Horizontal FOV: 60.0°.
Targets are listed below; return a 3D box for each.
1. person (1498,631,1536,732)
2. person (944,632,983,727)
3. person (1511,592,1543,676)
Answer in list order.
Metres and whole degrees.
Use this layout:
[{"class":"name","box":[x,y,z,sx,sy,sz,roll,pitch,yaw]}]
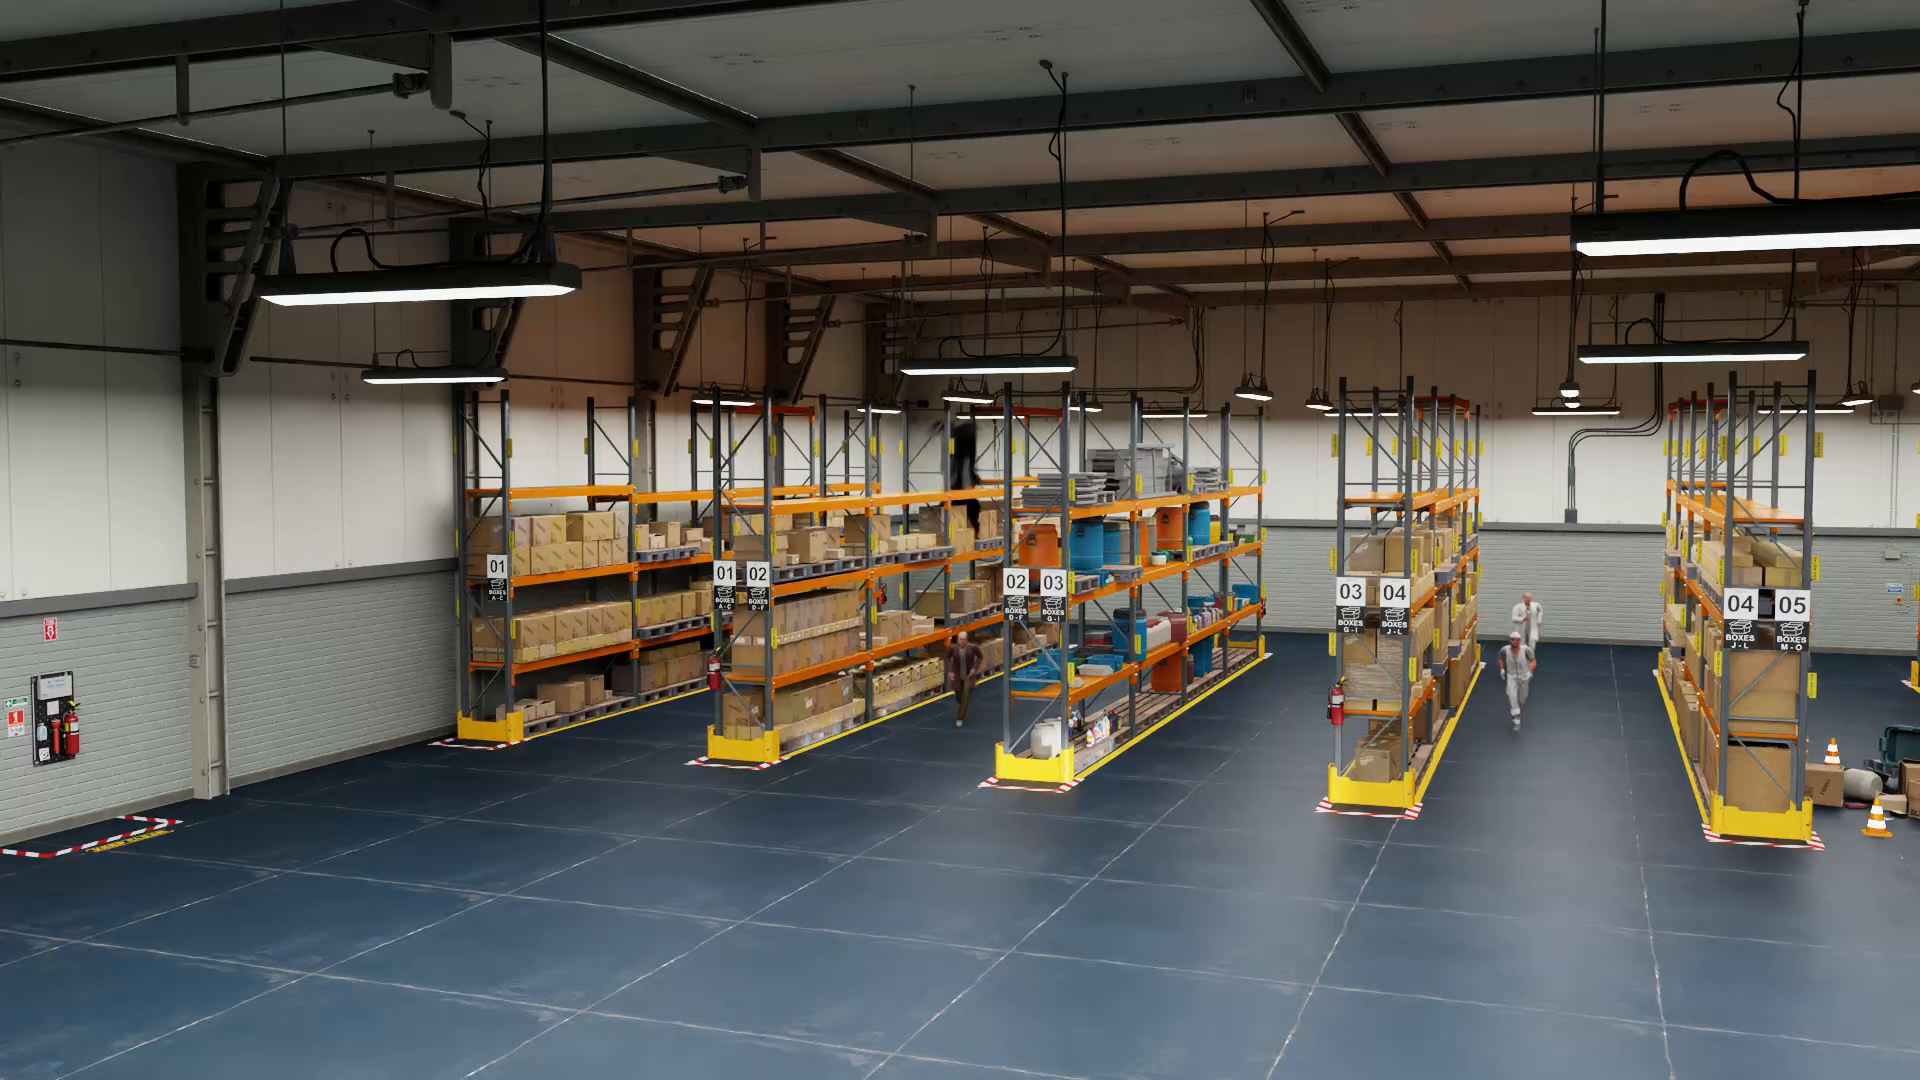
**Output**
[{"class":"person","box":[9.970,2.500,29.793,0.659,1.772,1.046,1,3,18]},{"class":"person","box":[0.073,2.504,30.271,0.711,1.725,0.876,0,3,1]},{"class":"person","box":[12.619,2.085,37.023,0.683,1.856,0.910,1,3,14]}]
